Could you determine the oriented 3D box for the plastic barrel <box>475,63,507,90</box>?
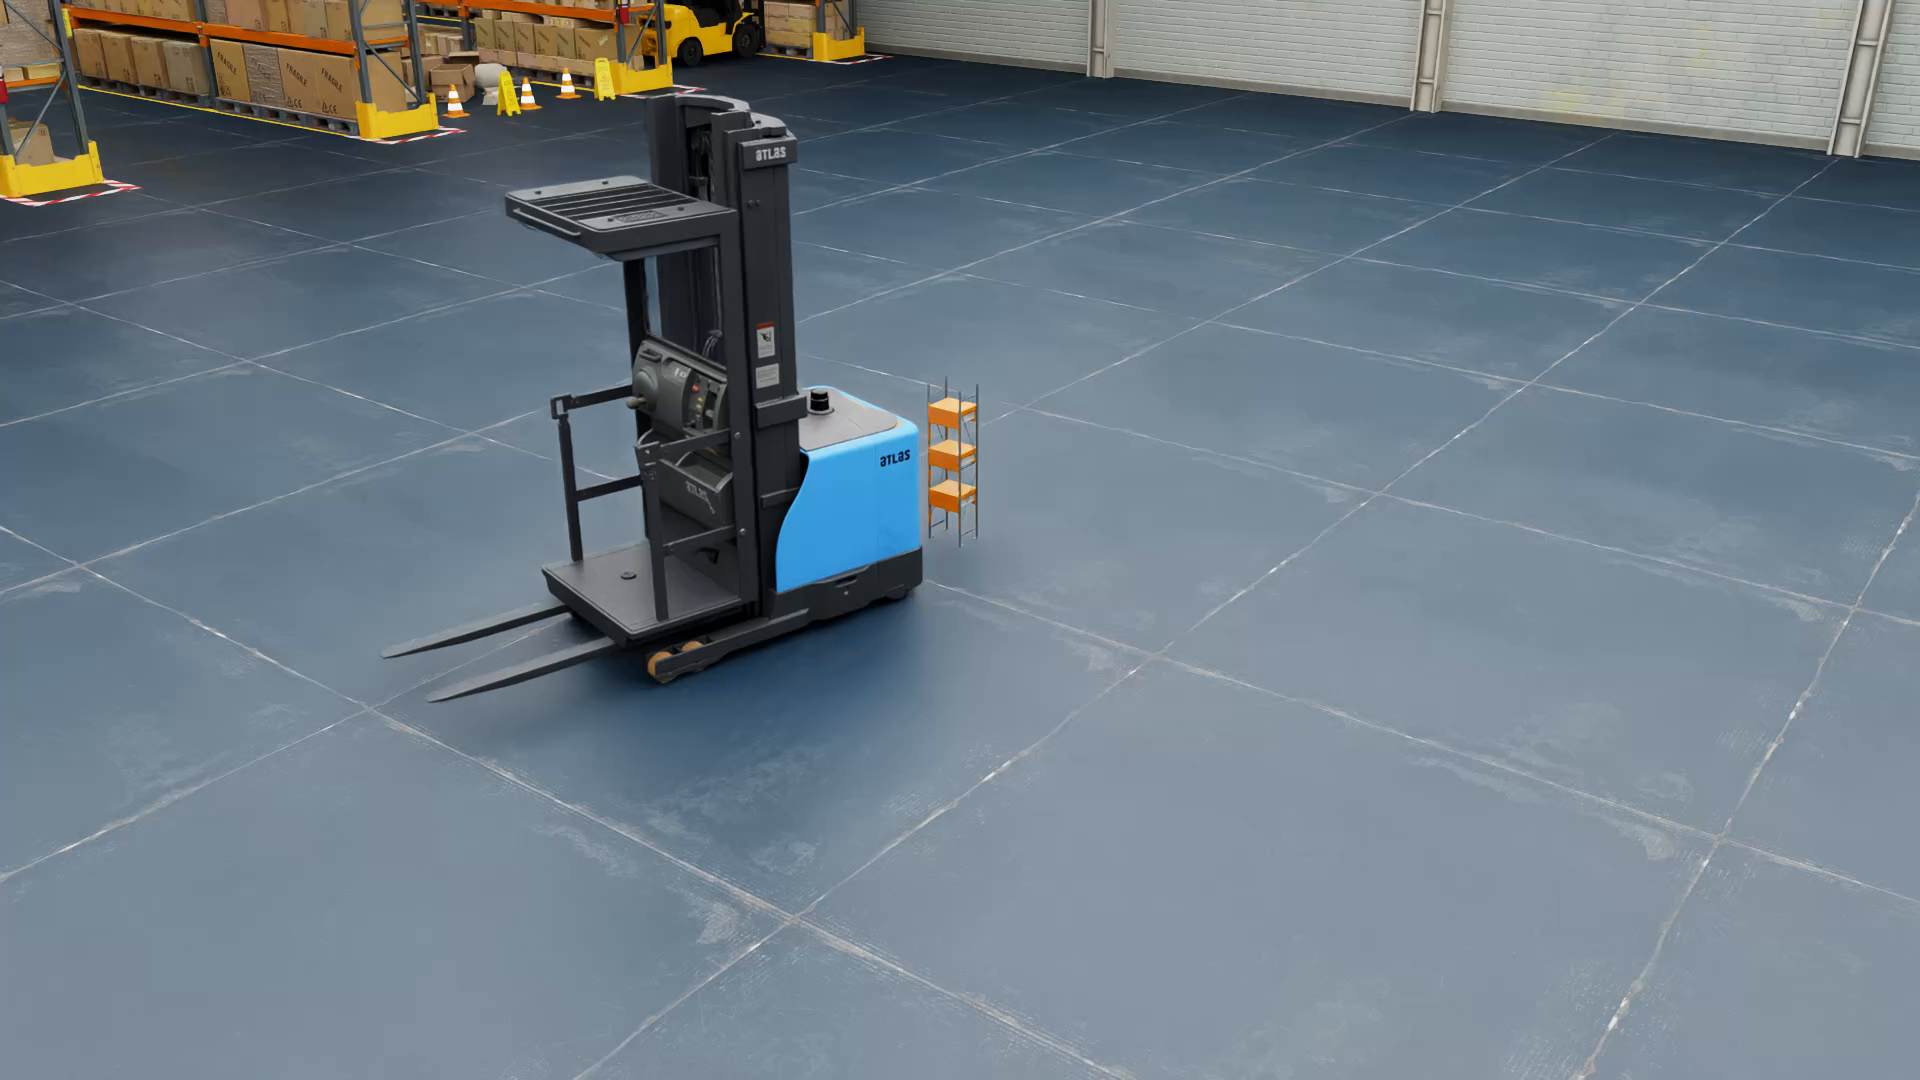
[{"bbox_3d":[-7.842,-7.762,27.842,0.512,0.421,0.421,-5,24,-12],"label":"plastic barrel"}]

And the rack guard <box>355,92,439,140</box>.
[{"bbox_3d":[-8.150,-6.159,24.108,0.348,0.500,1.175,17,29,33],"label":"rack guard"}]

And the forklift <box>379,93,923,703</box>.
[{"bbox_3d":[-1.692,-0.808,8.950,3.031,2.935,1.130,-18,29,-35],"label":"forklift"}]

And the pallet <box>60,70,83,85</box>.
[{"bbox_3d":[-15.195,-8.156,29.000,1.213,0.211,1.003,17,29,33],"label":"pallet"}]

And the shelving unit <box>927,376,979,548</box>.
[{"bbox_3d":[-0.043,-0.493,10.568,0.252,1.050,0.215,17,29,33],"label":"shelving unit"}]

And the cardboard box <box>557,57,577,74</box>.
[{"bbox_3d":[-6.499,-8.100,28.304,0.500,0.250,0.500,17,29,33],"label":"cardboard box"}]

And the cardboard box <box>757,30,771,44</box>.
[{"bbox_3d":[-3.660,-9.725,31.992,0.500,0.250,0.500,17,29,34],"label":"cardboard box"}]

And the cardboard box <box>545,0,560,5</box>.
[{"bbox_3d":[-6.775,-9.123,28.047,0.250,0.149,0.380,16,29,33],"label":"cardboard box"}]

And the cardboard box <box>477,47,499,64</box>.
[{"bbox_3d":[-8.172,-8.601,29.441,0.500,0.250,0.500,15,28,31],"label":"cardboard box"}]

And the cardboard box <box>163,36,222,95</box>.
[{"bbox_3d":[-11.921,-7.560,26.456,0.750,0.750,1.050,17,29,33],"label":"cardboard box"}]

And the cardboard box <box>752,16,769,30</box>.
[{"bbox_3d":[-3.705,-9.955,31.893,0.500,0.250,0.500,16,28,32],"label":"cardboard box"}]

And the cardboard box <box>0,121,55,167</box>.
[{"bbox_3d":[-11.715,-4.937,20.815,0.500,0.500,0.500,-20,31,-38],"label":"cardboard box"}]

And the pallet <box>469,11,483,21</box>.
[{"bbox_3d":[-10.256,-11.679,36.995,1.213,0.211,1.003,17,29,33],"label":"pallet"}]

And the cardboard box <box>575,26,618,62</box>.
[{"bbox_3d":[-6.079,-8.317,27.865,0.500,0.500,0.500,17,29,34],"label":"cardboard box"}]

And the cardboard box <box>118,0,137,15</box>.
[{"bbox_3d":[-13.164,-8.728,26.715,0.500,0.500,0.500,16,29,33],"label":"cardboard box"}]

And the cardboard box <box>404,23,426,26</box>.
[{"bbox_3d":[-10.642,-9.539,31.417,0.625,0.372,0.950,16,28,32],"label":"cardboard box"}]

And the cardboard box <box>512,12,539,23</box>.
[{"bbox_3d":[-7.478,-9.004,28.620,0.250,0.149,0.380,19,30,36],"label":"cardboard box"}]

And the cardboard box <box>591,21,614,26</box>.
[{"bbox_3d":[-6.201,-8.622,28.558,0.500,0.500,0.500,16,28,31],"label":"cardboard box"}]

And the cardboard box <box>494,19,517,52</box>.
[{"bbox_3d":[-7.737,-8.819,29.005,0.500,0.500,0.500,18,30,35],"label":"cardboard box"}]

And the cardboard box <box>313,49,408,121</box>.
[{"bbox_3d":[-8.752,-6.671,24.285,0.875,0.875,0.875,17,29,34],"label":"cardboard box"}]

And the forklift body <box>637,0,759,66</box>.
[{"bbox_3d":[-4.919,-10.014,30.810,1.214,2.155,2.313,17,29,33],"label":"forklift body"}]

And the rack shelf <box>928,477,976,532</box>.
[{"bbox_3d":[-0.043,-0.229,10.684,0.240,0.259,0.215,17,29,33],"label":"rack shelf"}]

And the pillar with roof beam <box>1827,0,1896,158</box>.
[{"bbox_3d":[9.497,-7.995,17.735,0.400,9.000,9.100,17,29,33],"label":"pillar with roof beam"}]

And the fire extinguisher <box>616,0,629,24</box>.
[{"bbox_3d":[-5.466,-8.718,26.913,0.183,0.674,0.296,17,29,33],"label":"fire extinguisher"}]

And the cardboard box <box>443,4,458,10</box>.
[{"bbox_3d":[-11.226,-12.167,37.224,0.500,0.500,0.500,16,29,33],"label":"cardboard box"}]

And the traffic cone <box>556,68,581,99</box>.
[{"bbox_3d":[-6.399,-7.457,27.100,0.334,0.463,0.336,17,29,33],"label":"traffic cone"}]

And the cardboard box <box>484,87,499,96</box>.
[{"bbox_3d":[-7.541,-7.290,27.112,0.380,0.149,0.250,-10,26,-21],"label":"cardboard box"}]

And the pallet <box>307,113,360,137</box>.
[{"bbox_3d":[-8.856,-6.201,24.561,1.213,0.211,1.003,17,29,33],"label":"pallet"}]

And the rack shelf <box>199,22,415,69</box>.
[{"bbox_3d":[-9.770,-7.463,24.860,4.000,0.370,1.077,17,29,33],"label":"rack shelf"}]

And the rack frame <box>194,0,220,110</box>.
[{"bbox_3d":[-11.370,-8.276,25.813,0.127,3.000,1.000,17,29,33],"label":"rack frame"}]

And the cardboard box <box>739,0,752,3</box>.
[{"bbox_3d":[-4.086,-10.300,32.056,0.500,0.250,0.500,16,28,32],"label":"cardboard box"}]

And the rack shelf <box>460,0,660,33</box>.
[{"bbox_3d":[-6.882,-9.084,28.540,4.000,0.370,1.077,17,29,33],"label":"rack shelf"}]

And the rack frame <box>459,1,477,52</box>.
[{"bbox_3d":[-8.482,-9.897,29.493,0.127,3.000,1.000,17,29,33],"label":"rack frame"}]

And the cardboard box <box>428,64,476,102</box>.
[{"bbox_3d":[-8.205,-7.396,26.911,0.637,0.503,0.797,-1,24,-3],"label":"cardboard box"}]

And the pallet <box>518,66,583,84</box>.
[{"bbox_3d":[-6.943,-8.175,29.043,1.213,0.211,1.003,17,29,33],"label":"pallet"}]

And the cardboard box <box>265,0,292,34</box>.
[{"bbox_3d":[-9.768,-7.869,24.703,0.500,0.550,0.875,17,29,33],"label":"cardboard box"}]

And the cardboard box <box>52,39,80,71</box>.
[{"bbox_3d":[-15.254,-8.366,28.597,0.500,0.500,0.500,17,29,33],"label":"cardboard box"}]

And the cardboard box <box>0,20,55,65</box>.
[{"bbox_3d":[-11.649,-6.056,20.283,0.500,0.500,0.875,17,29,33],"label":"cardboard box"}]

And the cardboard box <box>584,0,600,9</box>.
[{"bbox_3d":[-5.978,-8.862,27.455,0.250,0.149,0.380,16,29,33],"label":"cardboard box"}]
